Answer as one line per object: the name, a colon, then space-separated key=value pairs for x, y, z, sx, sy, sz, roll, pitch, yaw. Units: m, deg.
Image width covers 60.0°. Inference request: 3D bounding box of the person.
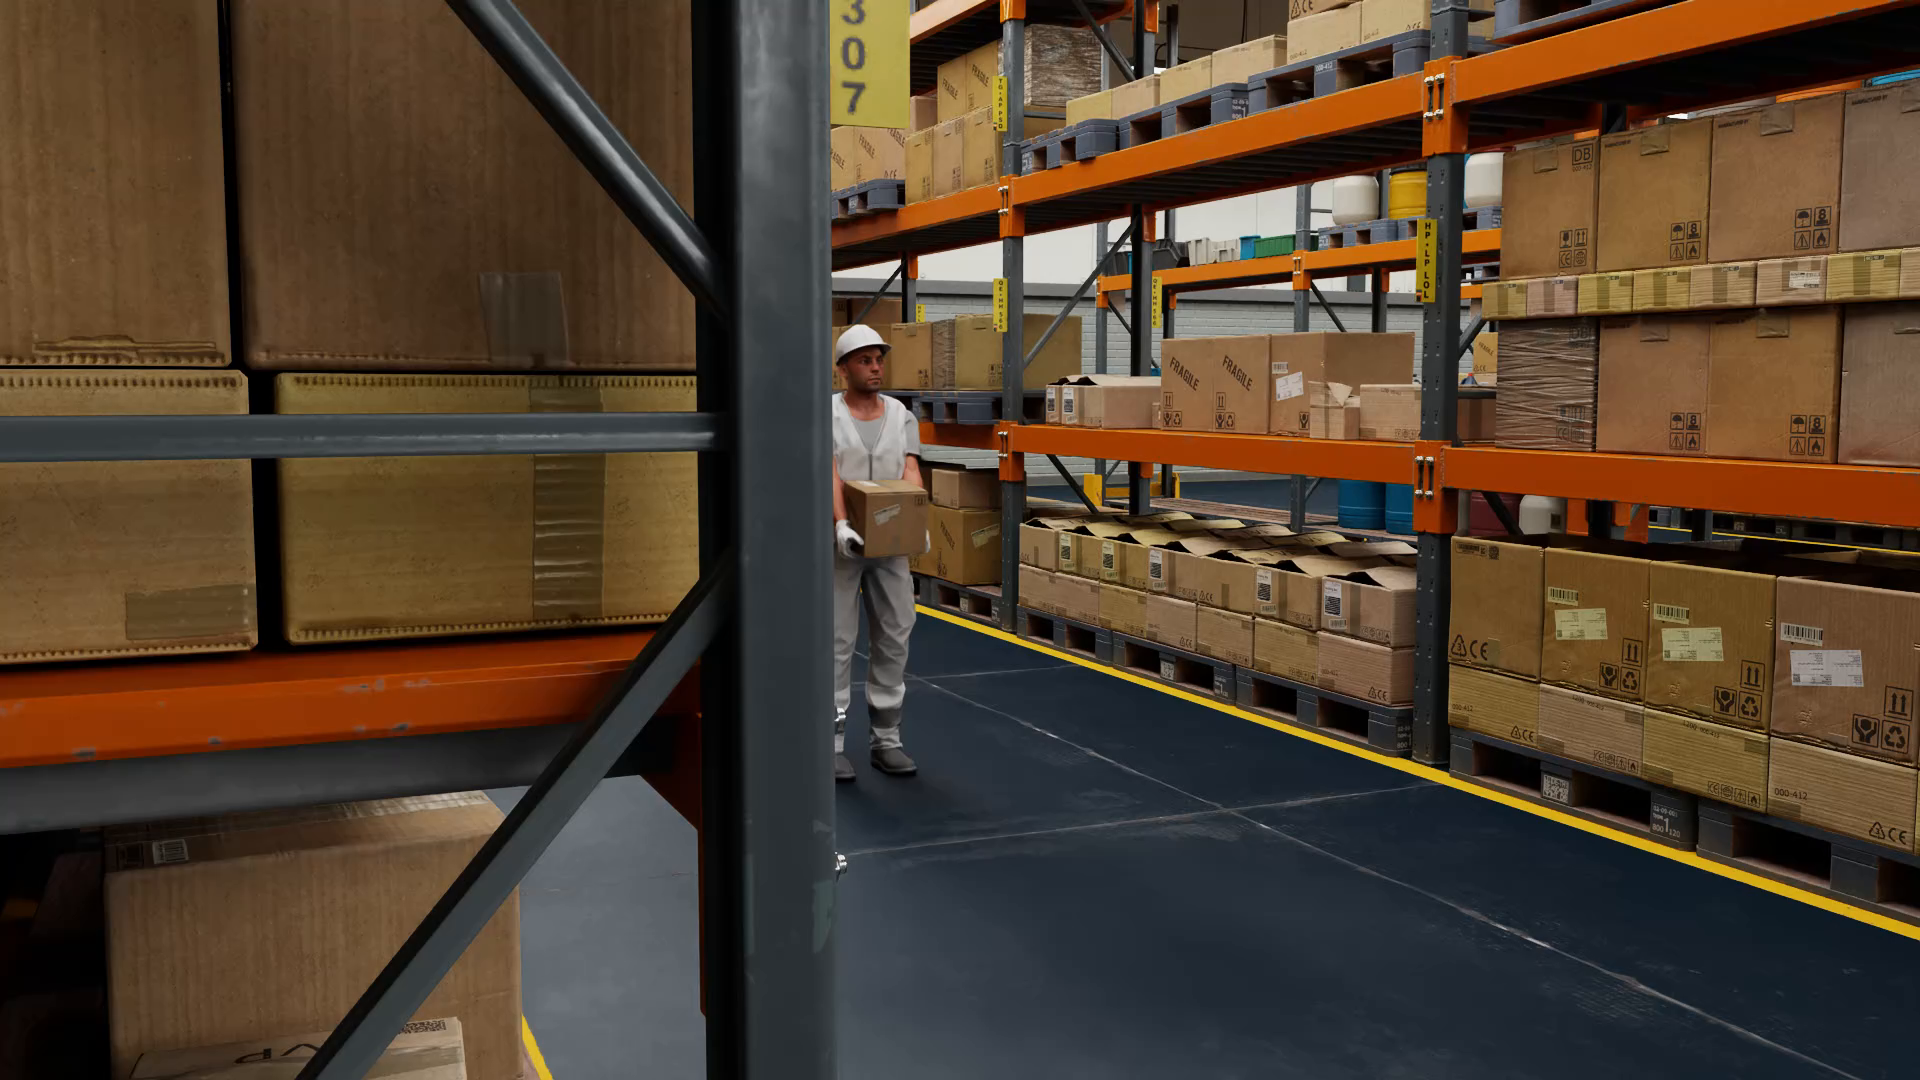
person: x=-0.344 y=0.049 z=6.540 sx=0.495 sy=1.786 sz=0.559 roll=-2 pitch=6 yaw=-24
